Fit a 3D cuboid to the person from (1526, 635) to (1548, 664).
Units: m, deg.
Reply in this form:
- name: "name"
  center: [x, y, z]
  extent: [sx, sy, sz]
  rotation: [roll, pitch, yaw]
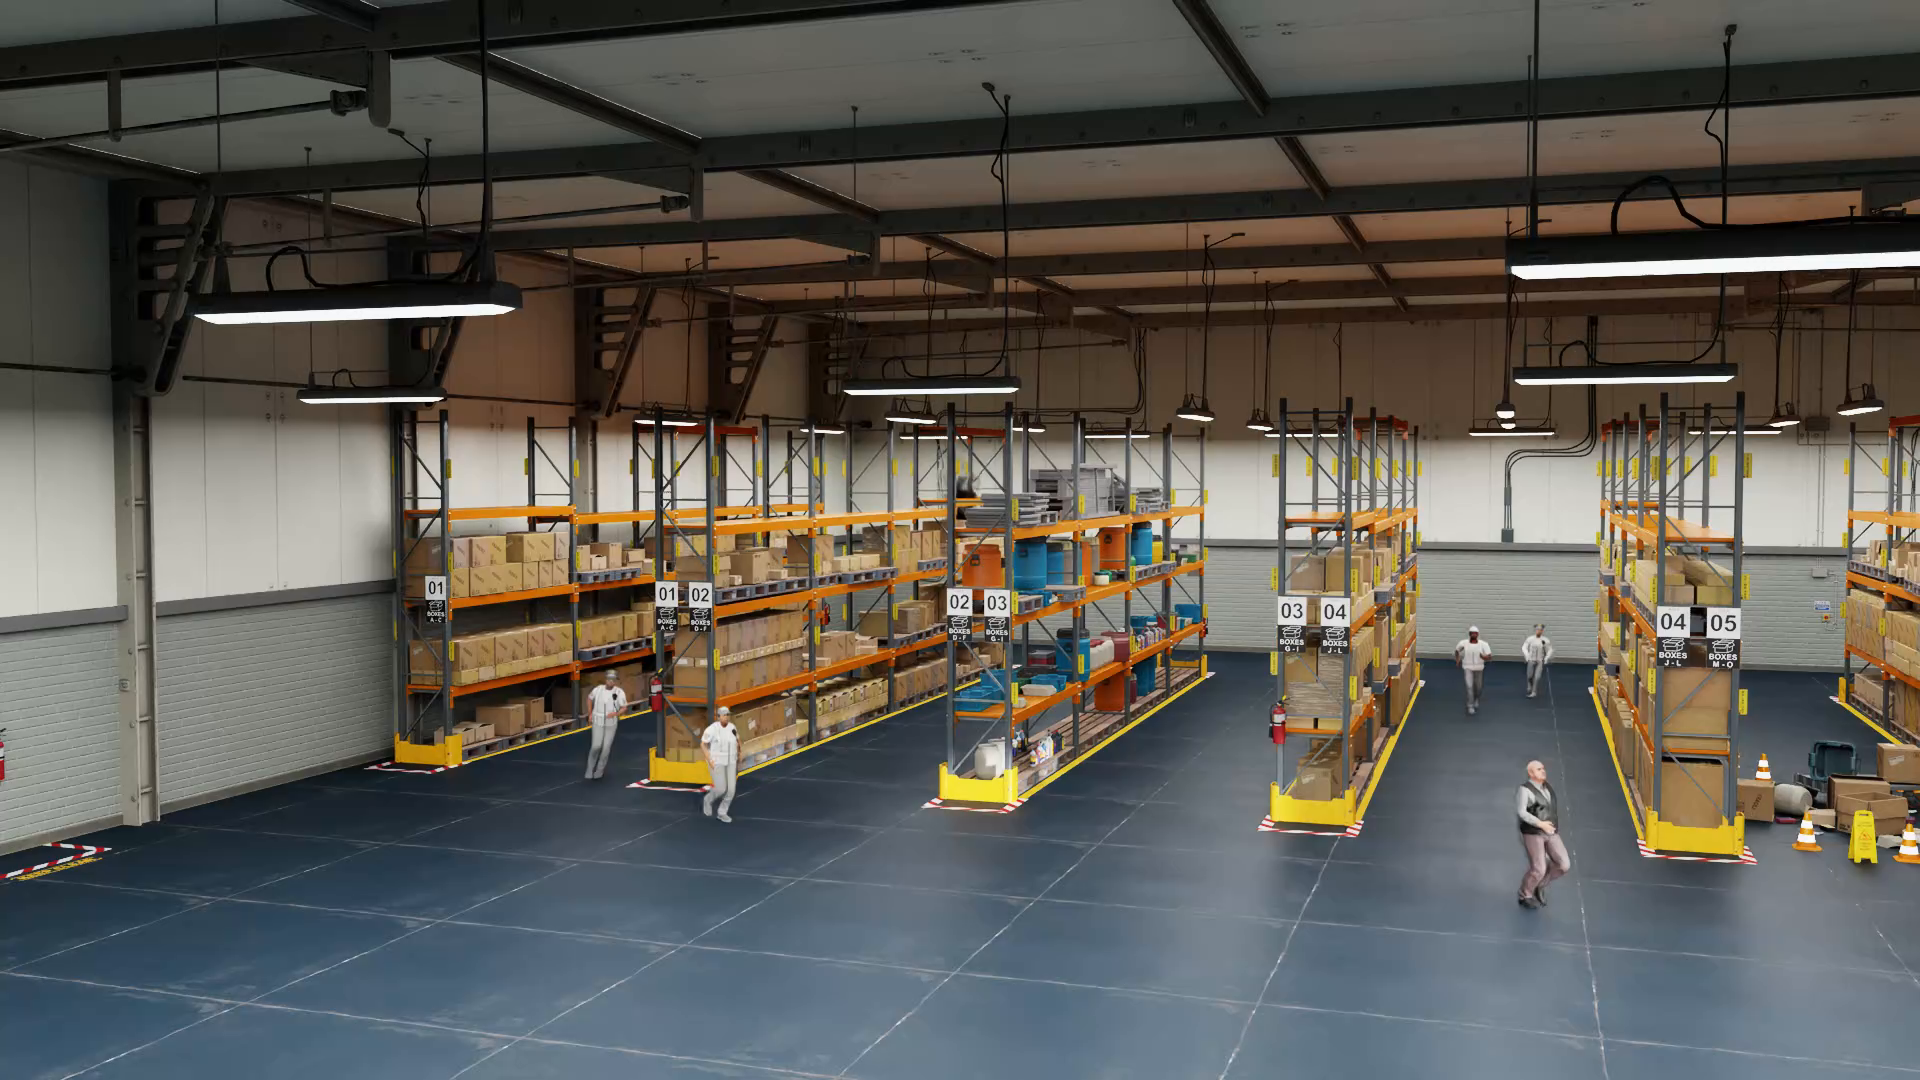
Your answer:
- name: "person"
  center: [12.611, 2.389, 36.317]
  extent: [0.477, 0.618, 0.400]
  rotation: [1, 3, 23]

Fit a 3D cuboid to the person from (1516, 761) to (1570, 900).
- name: "person"
  center: [6.607, 3.315, 18.880]
  extent: [0.672, 1.619, 0.592]
  rotation: [-1, 3, -30]

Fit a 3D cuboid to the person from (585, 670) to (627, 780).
- name: "person"
  center: [-5.728, 2.990, 26.894]
  extent: [0.682, 1.785, 0.653]
  rotation: [-1, 3, -13]

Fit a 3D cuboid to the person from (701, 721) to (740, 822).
- name: "person"
  center: [-3.385, 3.281, 23.673]
  extent: [0.590, 1.429, 0.523]
  rotation: [-2, 3, -40]

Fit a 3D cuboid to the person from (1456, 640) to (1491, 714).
- name: "person"
  center: [10.516, 2.785, 34.054]
  extent: [0.674, 1.452, 0.979]
  rotation: [1, 3, 12]
